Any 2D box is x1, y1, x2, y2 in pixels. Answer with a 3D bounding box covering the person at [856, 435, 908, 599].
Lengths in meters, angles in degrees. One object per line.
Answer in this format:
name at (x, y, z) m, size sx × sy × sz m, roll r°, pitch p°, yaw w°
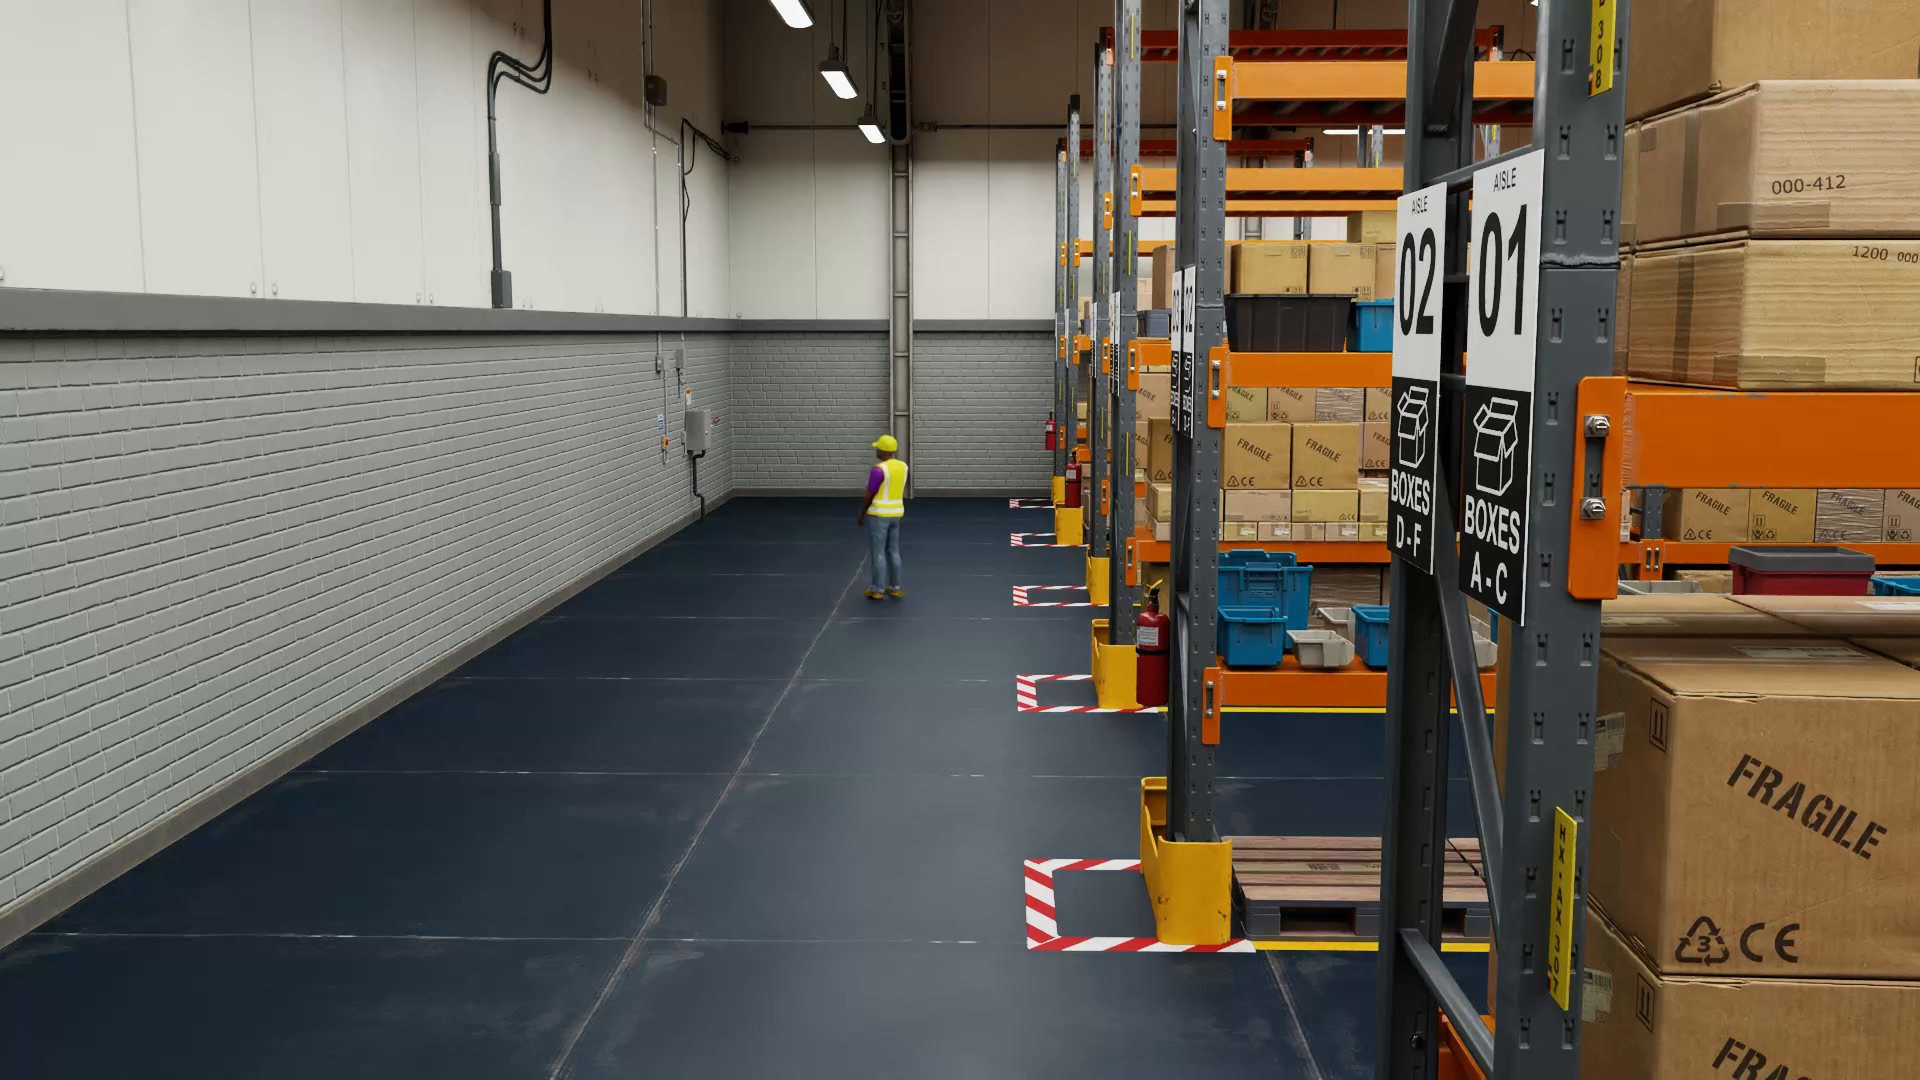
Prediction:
person at (-0.843, -0.260, 18.102) m, size 0.476 × 1.777 × 0.598 m, roll 5°, pitch 9°, yaw 37°
